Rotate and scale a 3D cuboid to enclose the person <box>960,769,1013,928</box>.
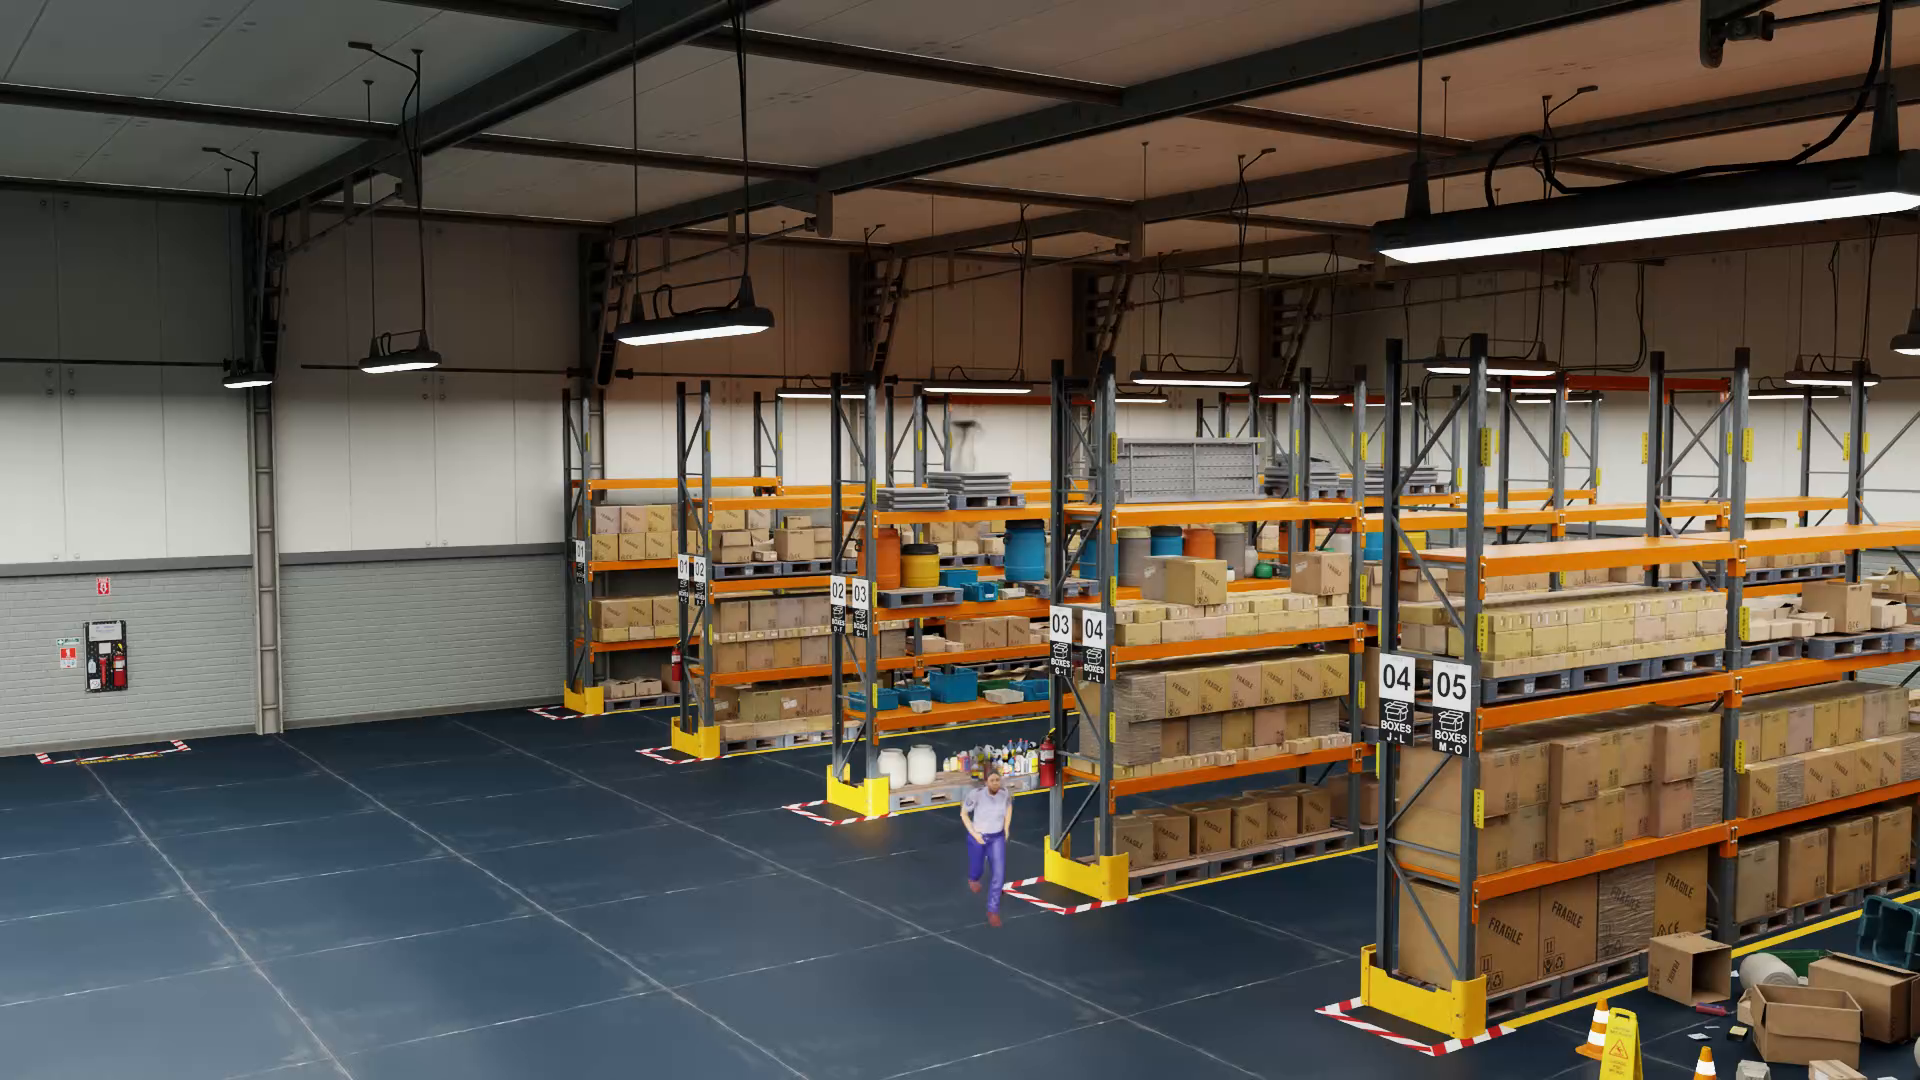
[{"bbox_3d":[0.280,3.243,17.832,0.605,1.632,0.995,-1,4,-13],"label":"person"}]
